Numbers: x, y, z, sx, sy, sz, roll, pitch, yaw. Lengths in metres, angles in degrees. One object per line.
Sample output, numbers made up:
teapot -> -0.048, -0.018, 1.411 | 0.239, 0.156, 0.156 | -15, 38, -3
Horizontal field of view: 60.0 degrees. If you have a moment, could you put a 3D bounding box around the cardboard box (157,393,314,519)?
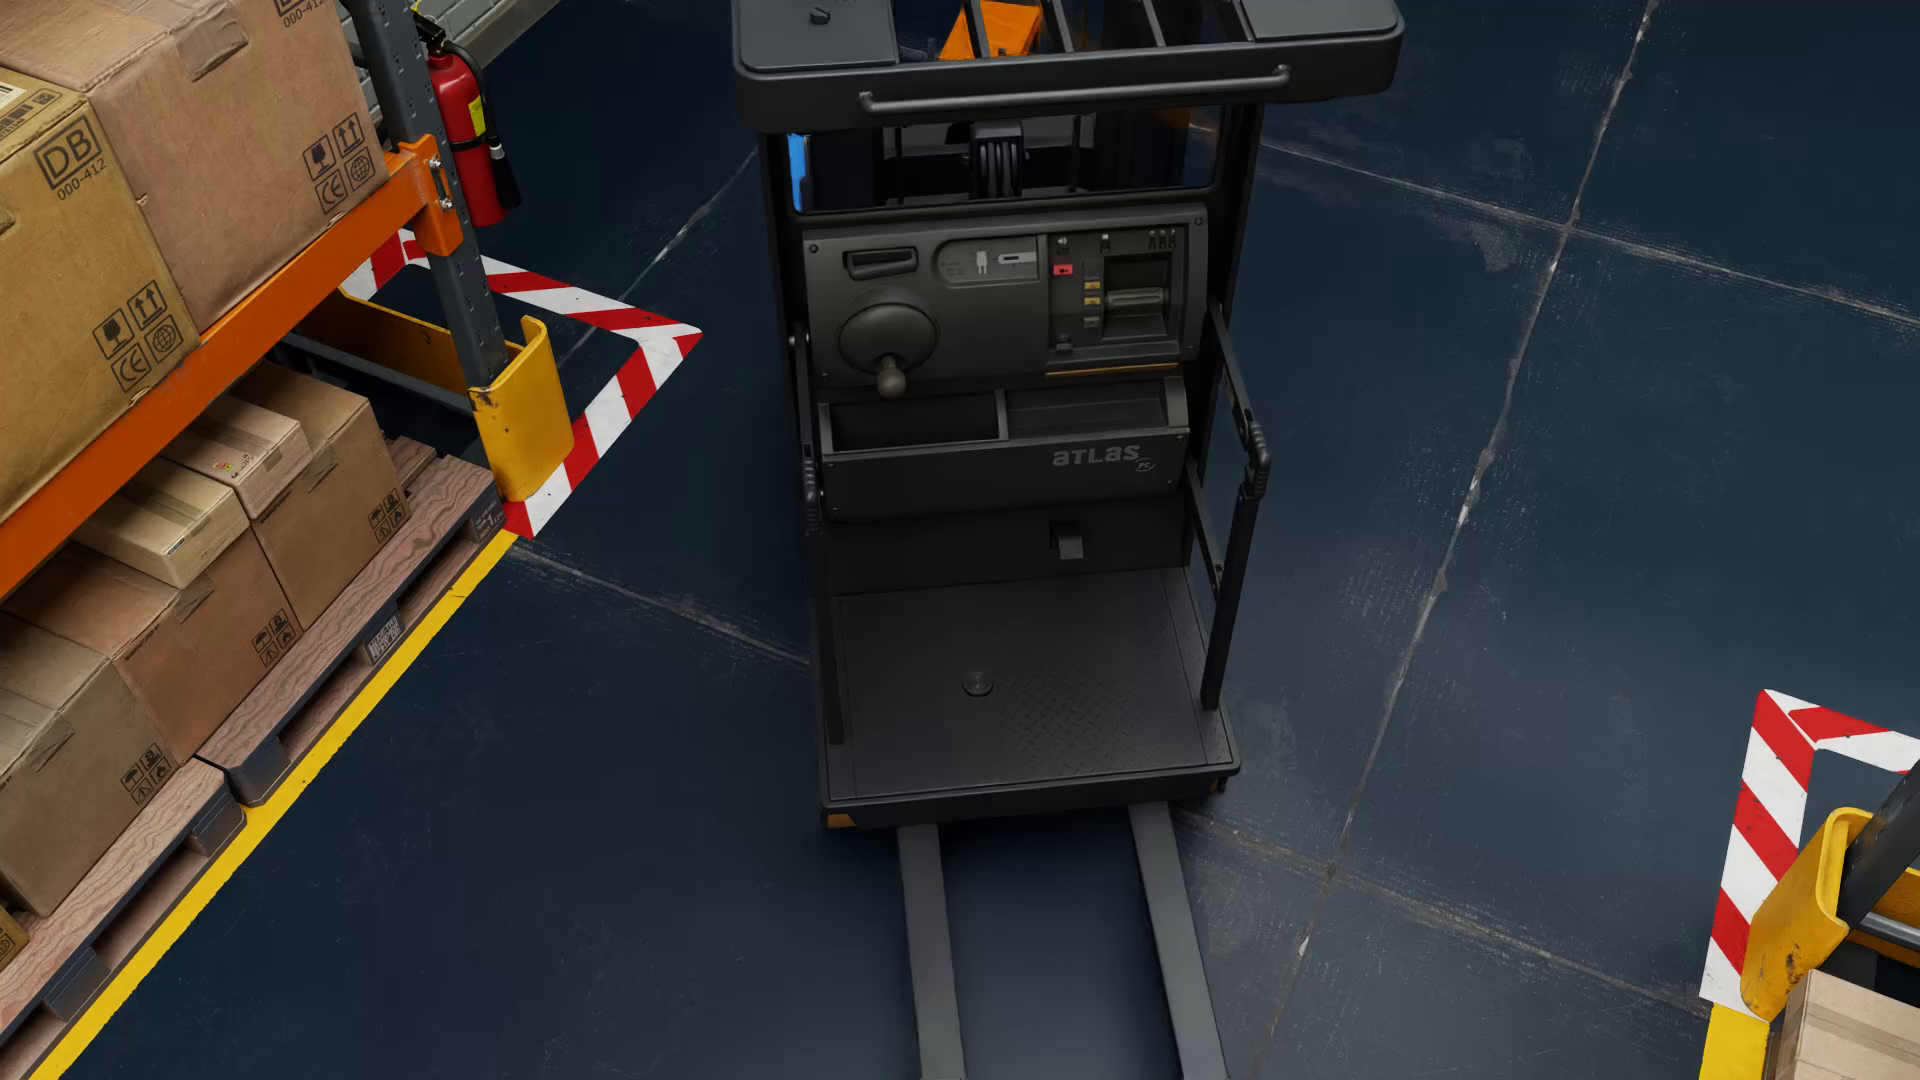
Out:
cardboard box -> -1.968, -0.242, 4.426 | 0.380, 0.149, 0.250 | 19, 52, 16

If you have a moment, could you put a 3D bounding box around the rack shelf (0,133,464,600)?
rack shelf -> -2.724, 0.242, 3.547 | 1.077, 0.370, 4.000 | 20, 52, 16

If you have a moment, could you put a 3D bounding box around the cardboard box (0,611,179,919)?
cardboard box -> -2.506, 0.511, 4.211 | 0.700, 0.500, 0.500 | 18, 52, 15

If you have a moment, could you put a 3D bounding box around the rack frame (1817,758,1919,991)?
rack frame -> 2.611, 0.241, 3.076 | 1.000, 3.000, 0.127 | 20, 52, 16

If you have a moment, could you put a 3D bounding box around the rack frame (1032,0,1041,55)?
rack frame -> 0.143, -1.442, 5.689 | 0.240, 1.200, 0.015 | 12, 51, 10

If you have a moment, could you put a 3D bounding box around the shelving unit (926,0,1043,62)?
shelving unit -> 0.080, -1.262, 5.536 | 0.258, 1.200, 0.503 | 12, 51, 10

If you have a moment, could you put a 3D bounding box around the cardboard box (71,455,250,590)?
cardboard box -> -2.076, -0.066, 4.276 | 0.380, 0.149, 0.250 | 21, 53, 17

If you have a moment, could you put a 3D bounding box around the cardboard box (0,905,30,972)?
cardboard box -> -2.727, 0.881, 3.897 | 0.700, 0.500, 0.500 | 21, 53, 17

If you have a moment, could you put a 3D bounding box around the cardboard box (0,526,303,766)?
cardboard box -> -2.291, 0.165, 4.506 | 0.700, 0.500, 0.500 | 20, 52, 16

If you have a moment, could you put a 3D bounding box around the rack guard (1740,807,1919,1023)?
rack guard -> 2.579, 1.103, 3.983 | 1.175, 0.500, 0.348 | 20, 52, 16

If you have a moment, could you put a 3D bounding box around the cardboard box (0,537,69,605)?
cardboard box -> -2.528, -0.020, 4.237 | 0.380, 0.149, 0.250 | 20, 53, 16

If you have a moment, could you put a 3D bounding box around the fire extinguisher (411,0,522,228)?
fire extinguisher -> -1.387, -1.176, 4.577 | 0.296, 0.674, 0.183 | 20, 52, 16

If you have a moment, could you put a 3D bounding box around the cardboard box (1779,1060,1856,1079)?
cardboard box -> 2.015, 1.365, 3.690 | 0.380, 0.166, 0.250 | 20, 52, 16

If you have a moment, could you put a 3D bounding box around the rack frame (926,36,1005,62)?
rack frame -> 0.016, -1.083, 5.384 | 0.240, 1.200, 0.015 | 12, 51, 10

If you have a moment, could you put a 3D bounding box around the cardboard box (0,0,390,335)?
cardboard box -> -2.078, -1.111, 4.029 | 0.980, 0.700, 0.700 | 22, 53, 18

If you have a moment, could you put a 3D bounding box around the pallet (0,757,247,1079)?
pallet -> -2.662, 0.948, 4.305 | 1.003, 0.211, 1.213 | 20, 52, 16

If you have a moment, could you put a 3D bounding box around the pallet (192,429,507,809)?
pallet -> -2.140, 0.111, 5.017 | 1.003, 0.211, 1.213 | 20, 52, 16

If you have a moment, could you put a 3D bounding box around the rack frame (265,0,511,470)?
rack frame -> -1.869, -1.368, 4.445 | 1.000, 3.000, 0.127 | 20, 52, 16

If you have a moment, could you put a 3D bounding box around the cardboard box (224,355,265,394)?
cardboard box -> -2.205, -0.541, 4.681 | 0.380, 0.149, 0.250 | 20, 53, 16

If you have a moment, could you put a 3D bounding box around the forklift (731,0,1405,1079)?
forklift -> 0.137, -0.446, 3.705 | 1.130, 2.935, 3.031 | -5, 50, -4

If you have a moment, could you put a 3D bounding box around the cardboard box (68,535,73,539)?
cardboard box -> -2.421, -0.192, 4.384 | 0.380, 0.149, 0.250 | 20, 52, 16

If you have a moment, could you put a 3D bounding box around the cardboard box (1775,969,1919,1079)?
cardboard box -> 2.122, 1.199, 3.844 | 0.380, 0.149, 0.250 | 20, 52, 16

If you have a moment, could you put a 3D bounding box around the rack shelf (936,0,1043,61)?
rack shelf -> 0.080, -1.517, 5.237 | 0.258, 0.148, 0.480 | 12, 51, 10

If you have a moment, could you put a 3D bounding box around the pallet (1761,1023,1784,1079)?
pallet -> 2.239, 1.746, 3.626 | 1.003, 0.211, 1.213 | 20, 52, 16

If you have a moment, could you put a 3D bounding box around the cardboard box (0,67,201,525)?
cardboard box -> -2.379, -0.607, 3.600 | 0.980, 0.700, 0.700 | 19, 52, 16

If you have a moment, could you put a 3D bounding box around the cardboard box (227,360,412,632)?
cardboard box -> -2.078, -0.180, 4.799 | 0.700, 0.500, 0.500 | 20, 52, 16

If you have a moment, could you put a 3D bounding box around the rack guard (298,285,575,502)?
rack guard -> -1.859, -0.575, 5.411 | 1.175, 0.500, 0.348 | 20, 52, 16
